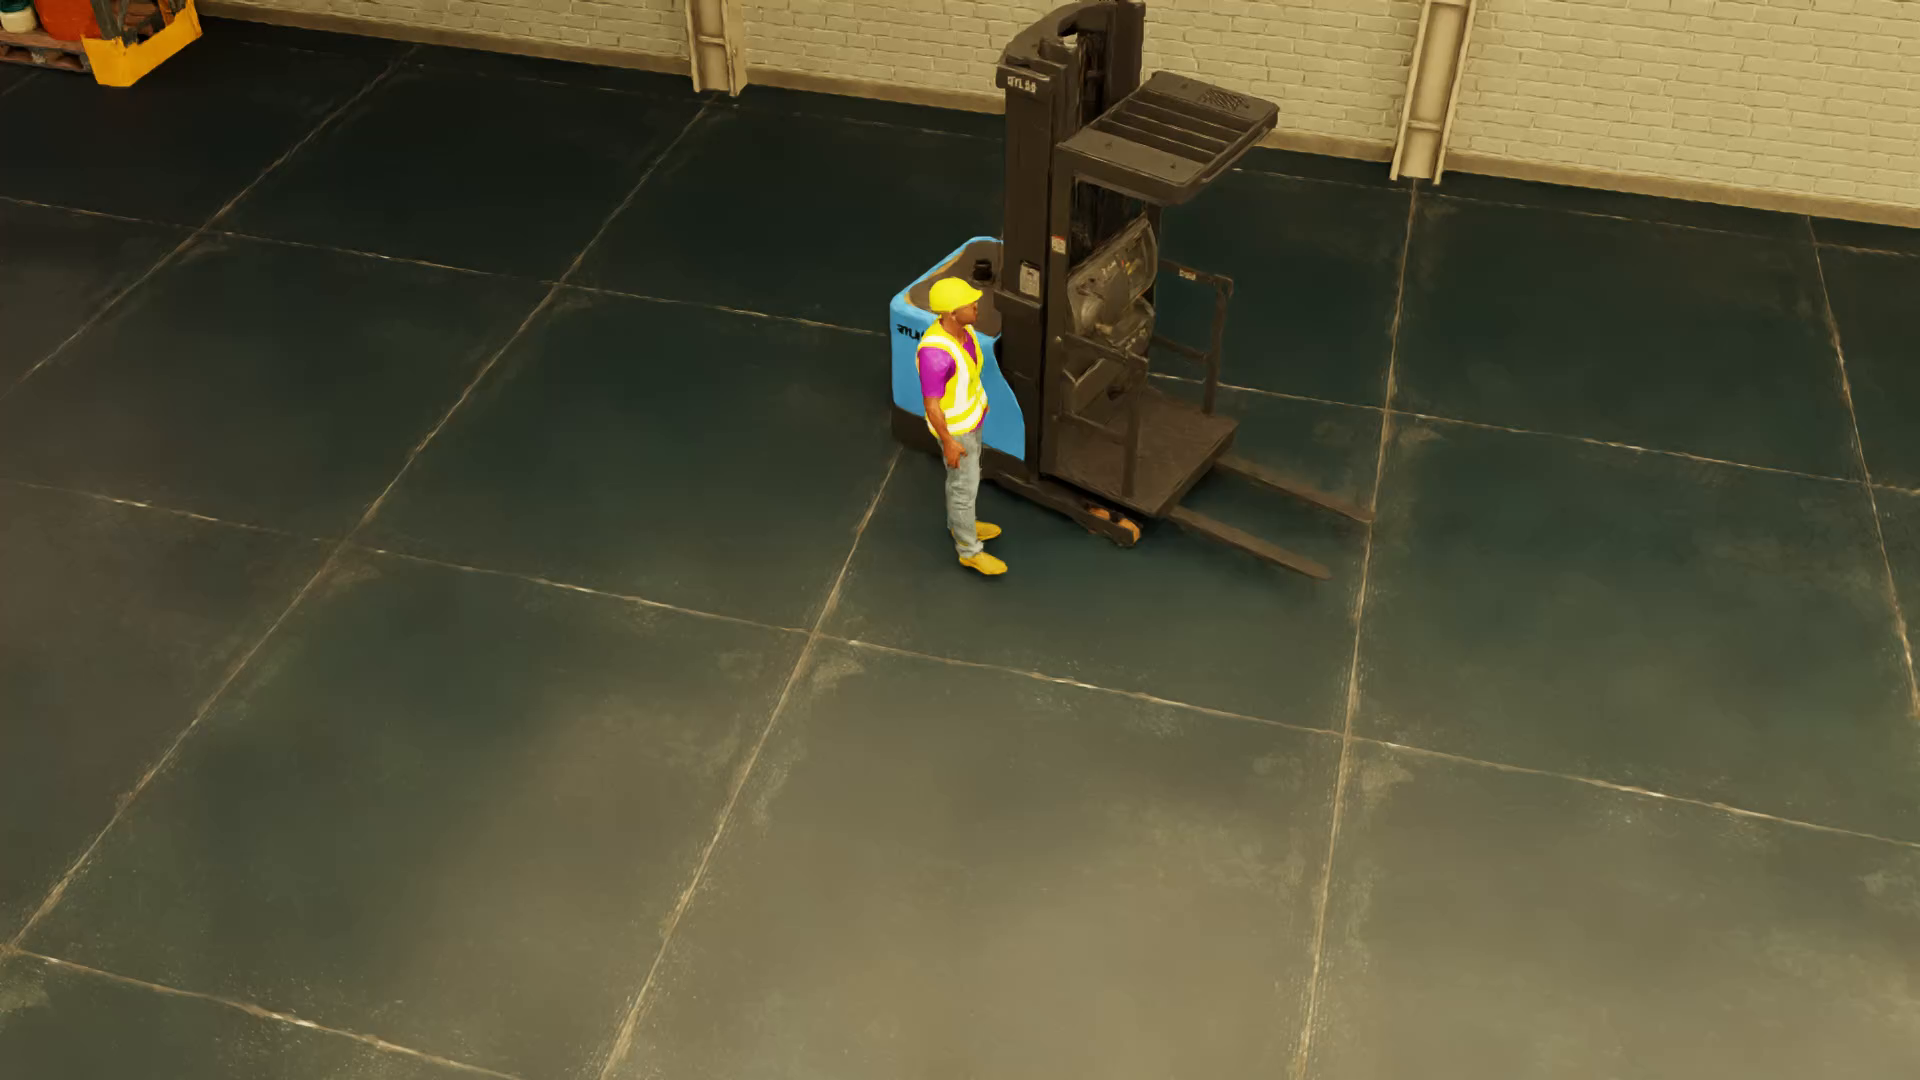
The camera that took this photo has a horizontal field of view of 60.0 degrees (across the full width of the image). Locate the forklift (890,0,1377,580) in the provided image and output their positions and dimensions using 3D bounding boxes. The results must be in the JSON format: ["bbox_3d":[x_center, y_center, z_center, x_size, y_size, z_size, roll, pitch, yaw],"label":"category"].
[{"bbox_3d":[1.054,-1.461,9.528,3.031,2.935,1.130,25,47,26],"label":"forklift"}]

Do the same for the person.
[{"bbox_3d":[0.065,-0.686,9.453,0.576,1.766,0.665,10,42,11],"label":"person"}]
